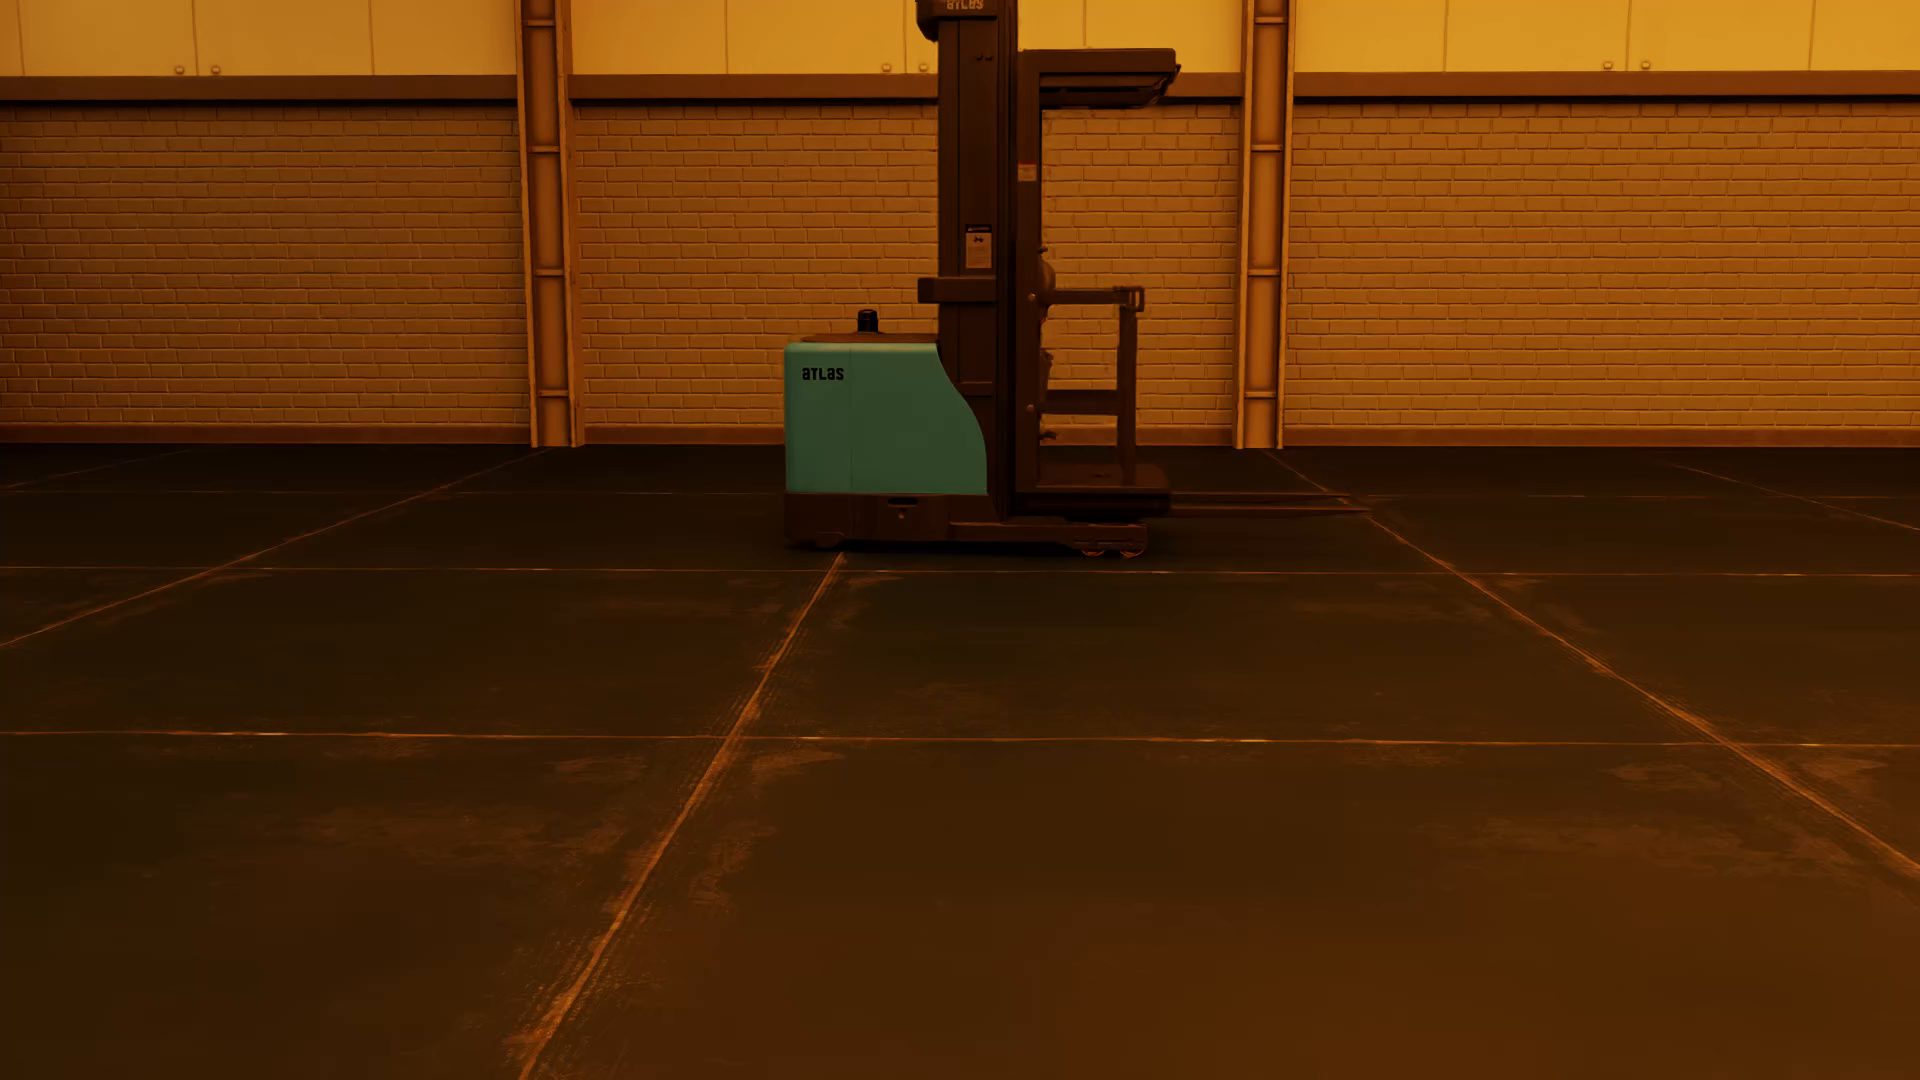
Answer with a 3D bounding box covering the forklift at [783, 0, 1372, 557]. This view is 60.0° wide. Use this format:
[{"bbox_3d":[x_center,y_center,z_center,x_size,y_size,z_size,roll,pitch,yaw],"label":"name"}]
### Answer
[{"bbox_3d":[0.620,-1.446,8.760,3.031,2.935,1.130,1,9,3],"label":"forklift"}]
